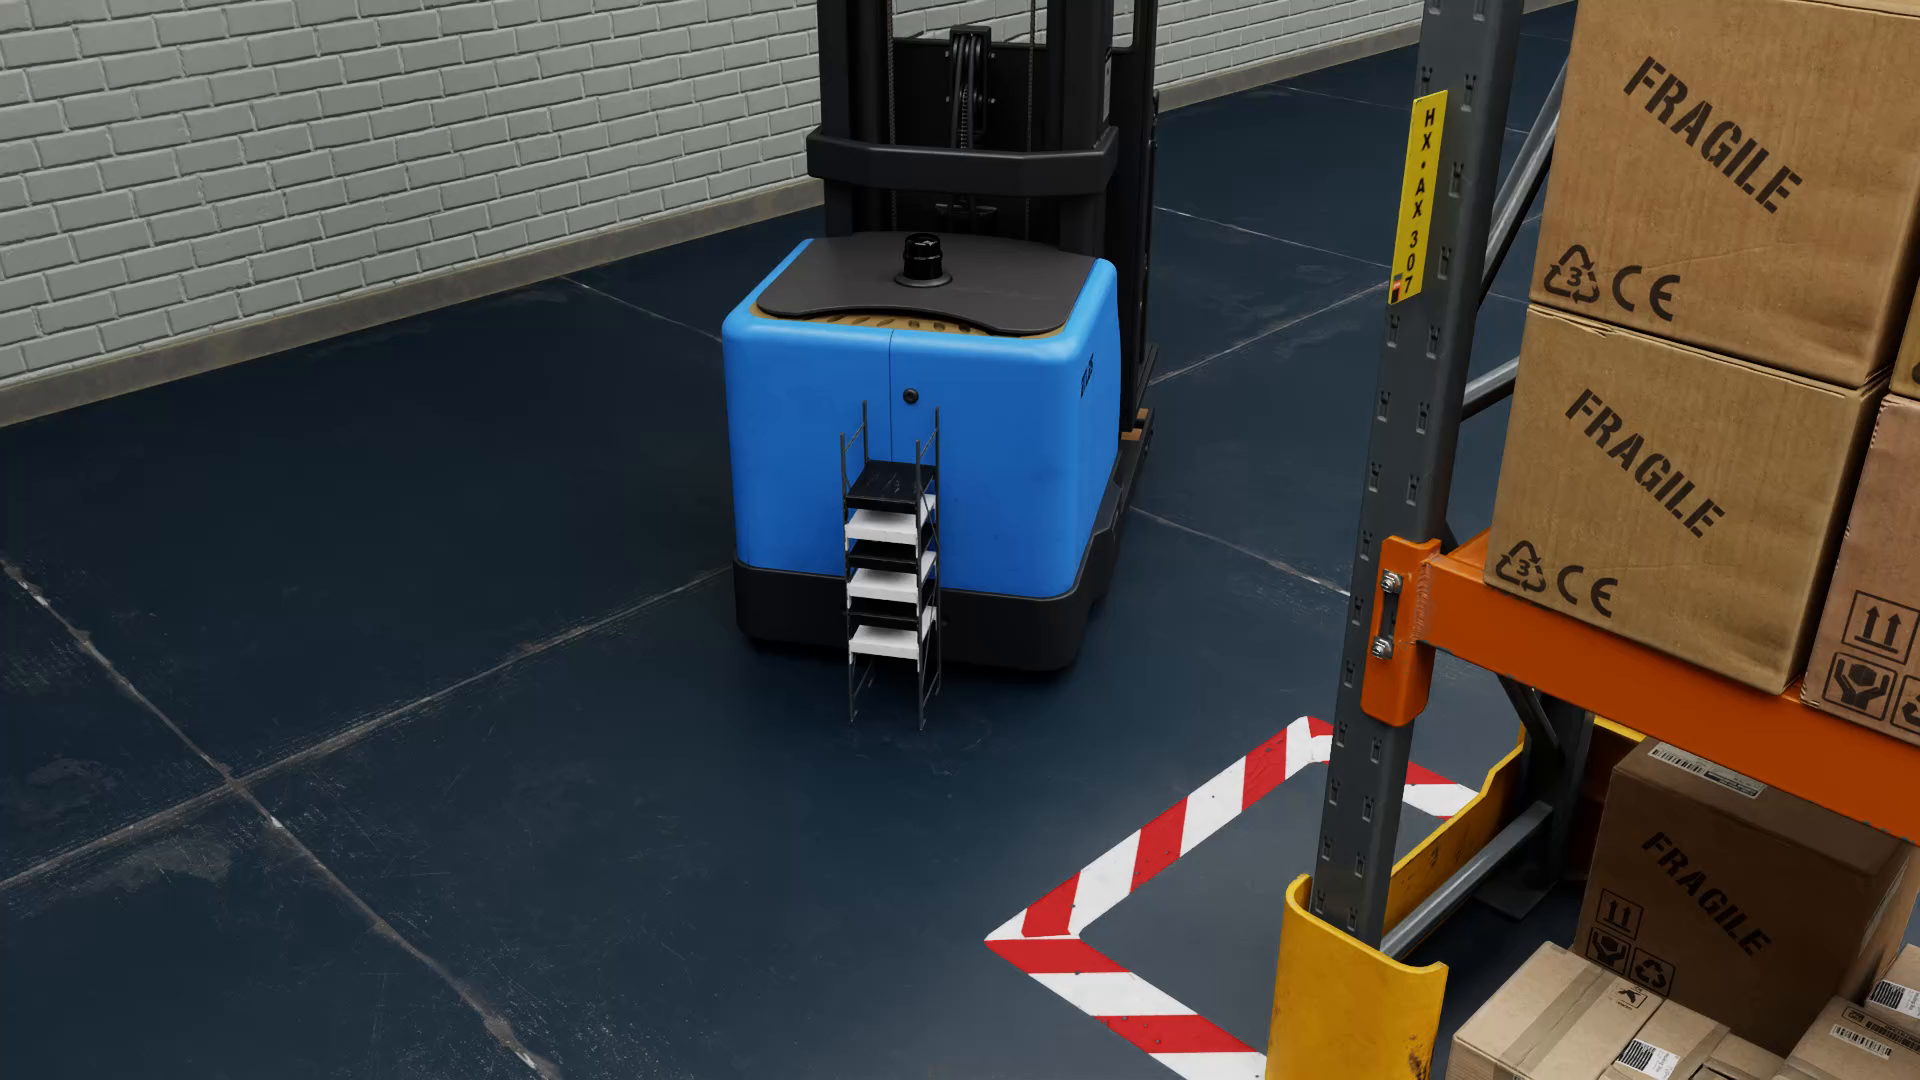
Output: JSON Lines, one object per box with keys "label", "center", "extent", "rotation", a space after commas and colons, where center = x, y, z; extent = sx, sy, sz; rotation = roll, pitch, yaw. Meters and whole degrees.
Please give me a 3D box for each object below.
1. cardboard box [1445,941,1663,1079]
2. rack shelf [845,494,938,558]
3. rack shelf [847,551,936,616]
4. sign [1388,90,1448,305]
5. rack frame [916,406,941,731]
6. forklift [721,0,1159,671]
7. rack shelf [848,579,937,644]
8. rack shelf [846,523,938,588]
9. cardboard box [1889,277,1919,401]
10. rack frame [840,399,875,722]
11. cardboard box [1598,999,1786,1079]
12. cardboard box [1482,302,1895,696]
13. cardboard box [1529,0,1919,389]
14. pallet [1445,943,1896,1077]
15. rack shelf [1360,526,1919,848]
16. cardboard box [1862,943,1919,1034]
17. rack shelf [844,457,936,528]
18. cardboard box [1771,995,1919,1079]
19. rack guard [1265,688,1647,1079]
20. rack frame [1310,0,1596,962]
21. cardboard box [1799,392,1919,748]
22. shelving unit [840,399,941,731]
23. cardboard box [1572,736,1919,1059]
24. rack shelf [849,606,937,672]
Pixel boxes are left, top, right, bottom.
{"label": "cardboard box", "center": [1.159, 0.985, 3.245], "extent": [0.250, 0.149, 0.380], "rotation": [25, 36, 38]}
{"label": "rack shelf", "center": [-0.185, -0.051, 4.565], "extent": [0.200, 0.077, 0.258], "rotation": [6, 28, 11]}
{"label": "rack shelf", "center": [-0.185, 0.108, 4.649], "extent": [0.200, 0.077, 0.258], "rotation": [6, 28, 11]}
{"label": "sign", "center": [0.722, -0.536, 2.617], "extent": [0.005, 0.325, 0.100], "rotation": [25, 36, 38]}
{"label": "rack frame", "center": [-0.086, 0.089, 4.614], "extent": [0.006, 0.900, 0.240], "rotation": [6, 28, 11]}
{"label": "forklift", "center": [0.135, -1.580, 5.605], "extent": [1.130, 2.935, 3.031], "rotation": [6, 28, 11]}
{"label": "rack shelf", "center": [-0.185, 0.188, 4.691], "extent": [0.200, 0.077, 0.258], "rotation": [6, 28, 11]}
{"label": "rack shelf", "center": [-0.185, 0.029, 4.607], "extent": [0.200, 0.077, 0.258], "rotation": [6, 28, 11]}
{"label": "cardboard box", "center": [1.611, -0.420, 2.143], "extent": [0.500, 0.500, 0.500], "rotation": [-25, 37, -39]}
{"label": "rack frame", "center": [-0.284, 0.068, 4.653], "extent": [0.006, 0.900, 0.240], "rotation": [6, 28, 11]}
{"label": "cardboard box", "center": [1.338, 1.058, 3.086], "extent": [0.250, 0.166, 0.380], "rotation": [25, 36, 38]}
{"label": "cardboard box", "center": [1.233, -0.145, 2.696], "extent": [0.500, 0.500, 0.500], "rotation": [-24, 36, -38]}
{"label": "cardboard box", "center": [1.233, -0.588, 2.463], "extent": [0.500, 0.500, 0.500], "rotation": [-24, 36, -38]}
{"label": "pallet", "center": [1.725, 1.186, 3.269], "extent": [1.213, 0.211, 1.003], "rotation": [25, 36, 38]}
{"label": "rack shelf", "center": [2.528, 0.638, 2.087], "extent": [4.000, 0.370, 1.077], "rotation": [25, 36, 38]}
{"label": "cardboard box", "center": [1.888, 0.984, 3.228], "extent": [0.250, 0.166, 0.380], "rotation": [25, 36, 38]}
{"label": "rack shelf", "center": [-0.185, -0.131, 4.523], "extent": [0.200, 0.077, 0.258], "rotation": [6, 28, 11]}
{"label": "cardboard box", "center": [1.647, 1.124, 2.872], "extent": [0.500, 0.250, 0.500], "rotation": [25, 36, 38]}
{"label": "rack guard", "center": [1.156, 0.798, 3.695], "extent": [0.348, 0.500, 1.175], "rotation": [25, 36, 38]}
{"label": "rack frame", "center": [1.102, -0.333, 3.161], "extent": [0.127, 3.000, 1.000], "rotation": [25, 36, 38]}
{"label": "cardboard box", "center": [1.605, 0.021, 2.379], "extent": [0.500, 0.500, 0.500], "rotation": [24, 36, 38]}
{"label": "shelving unit", "center": [-0.185, 0.079, 4.633], "extent": [0.210, 0.900, 0.258], "rotation": [6, 28, 11]}
{"label": "cardboard box", "center": [1.662, 0.674, 3.458], "extent": [0.500, 0.500, 0.500], "rotation": [25, 36, 38]}
{"label": "rack shelf", "center": [-0.185, 0.267, 4.733], "extent": [0.200, 0.077, 0.258], "rotation": [6, 28, 11]}
